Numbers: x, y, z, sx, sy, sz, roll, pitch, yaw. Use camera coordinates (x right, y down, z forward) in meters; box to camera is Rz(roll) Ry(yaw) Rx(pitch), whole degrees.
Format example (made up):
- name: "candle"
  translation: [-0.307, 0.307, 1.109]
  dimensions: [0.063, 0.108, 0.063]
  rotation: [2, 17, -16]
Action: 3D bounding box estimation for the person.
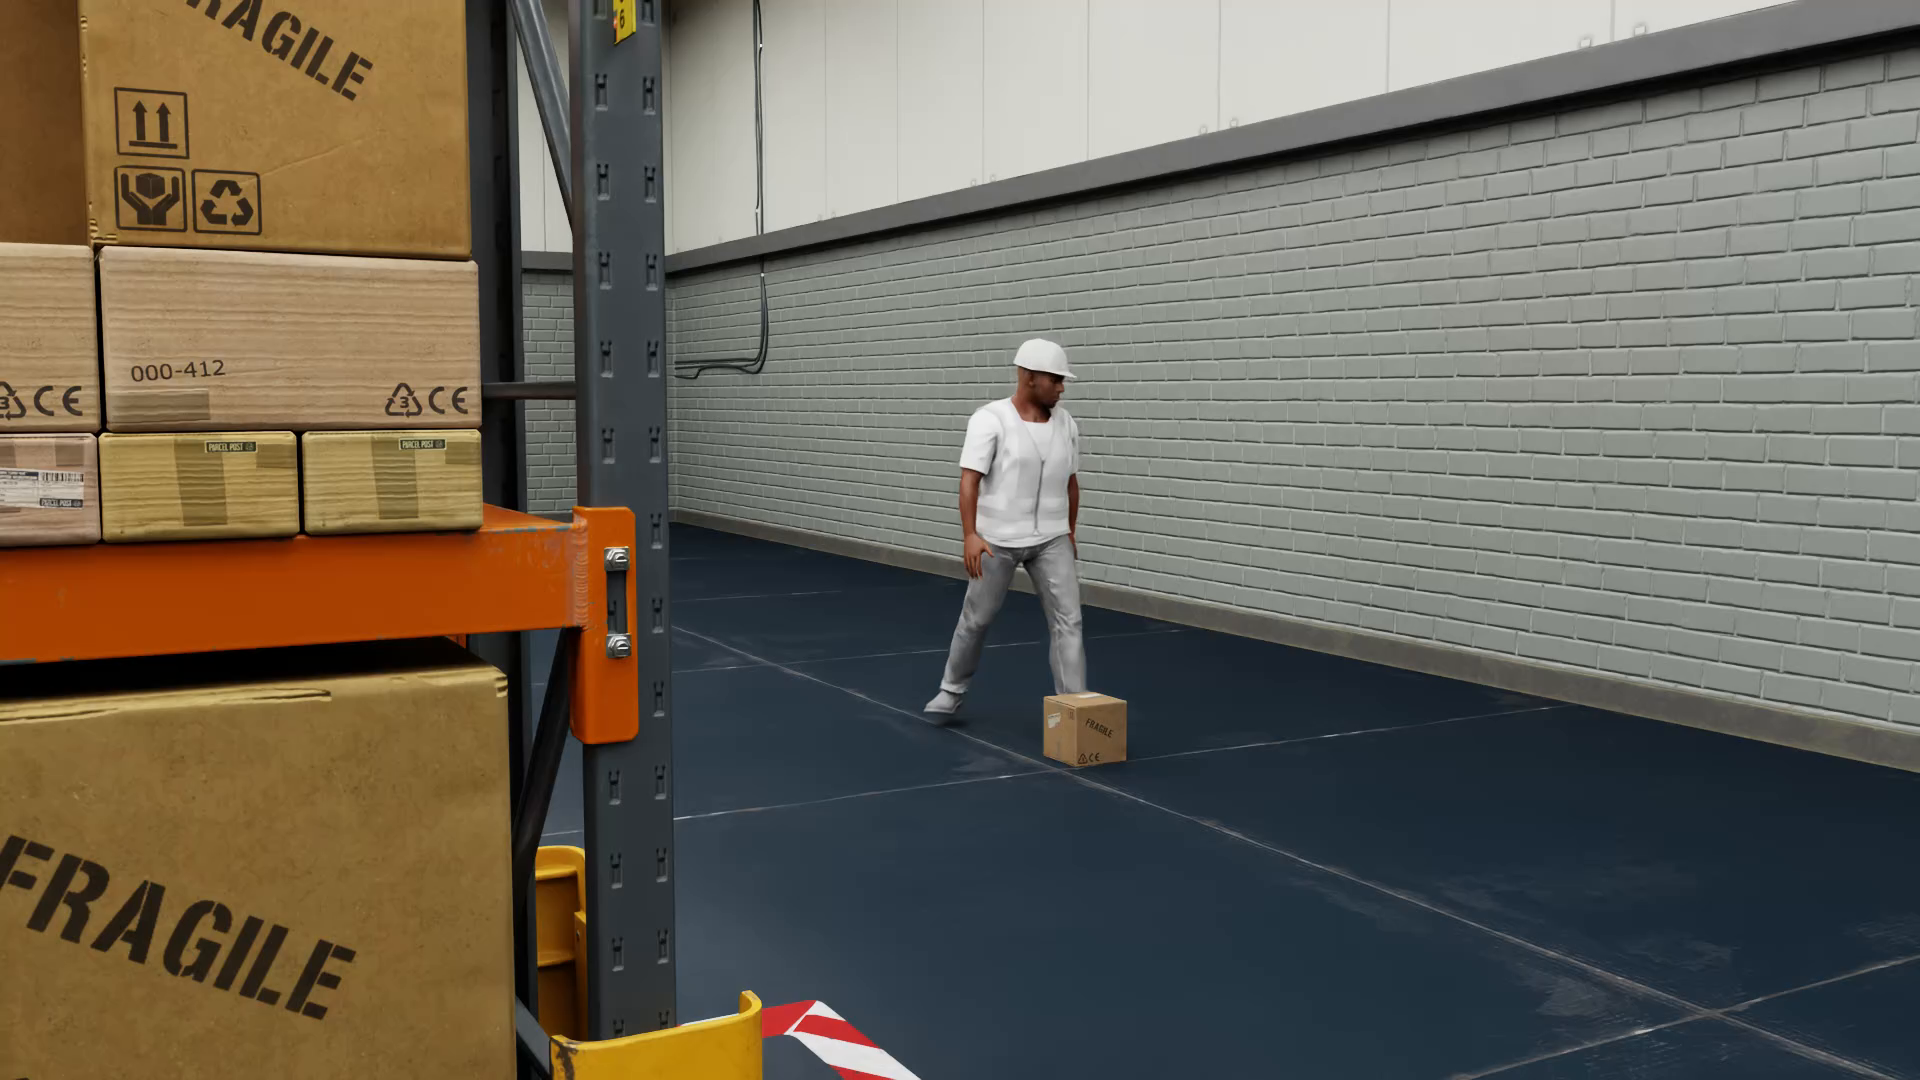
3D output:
- name: "person"
  translation: [0.253, -0.009, 7.305]
  dimensions: [0.673, 1.740, 0.934]
  rotation: [-2, 5, -20]
